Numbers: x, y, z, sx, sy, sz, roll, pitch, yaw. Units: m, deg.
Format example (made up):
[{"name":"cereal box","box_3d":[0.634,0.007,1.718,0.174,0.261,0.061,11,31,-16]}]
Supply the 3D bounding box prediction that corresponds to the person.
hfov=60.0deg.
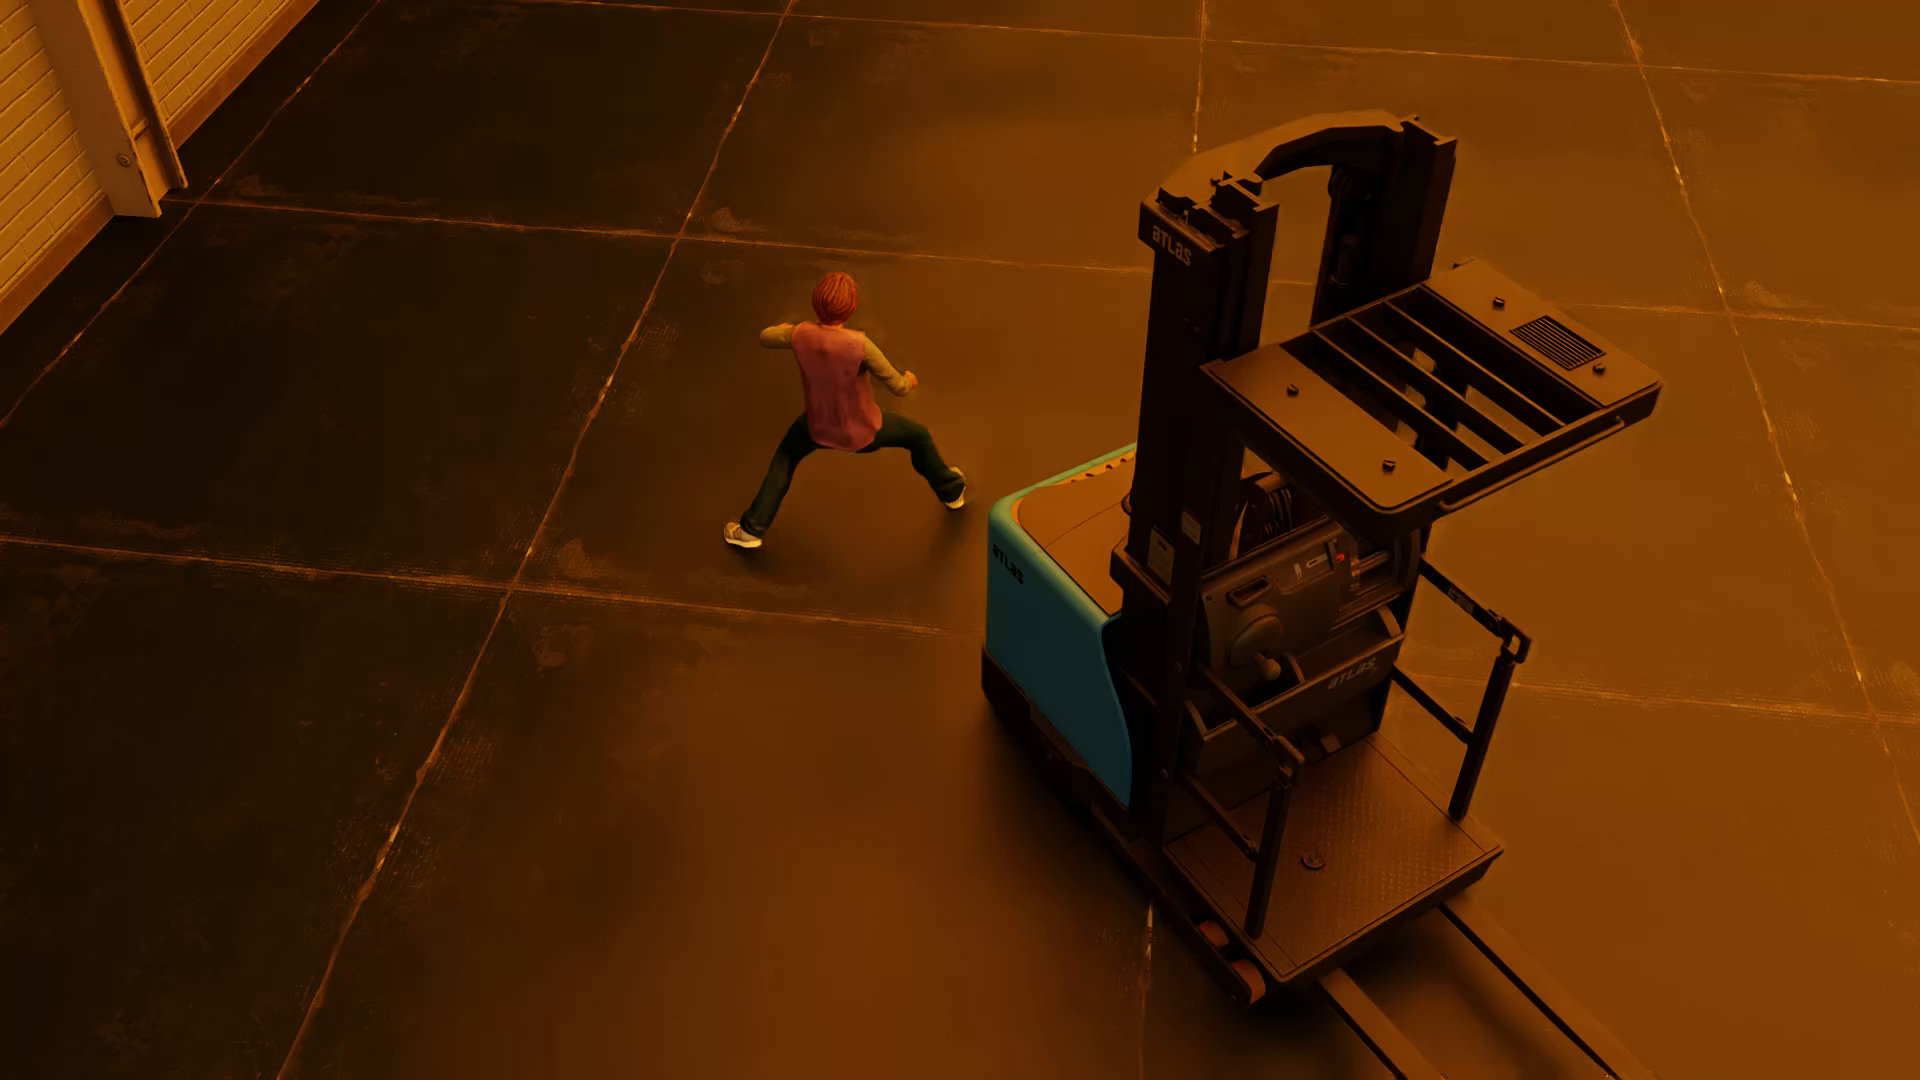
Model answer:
[{"name":"person","box_3d":[-0.538,-0.635,7.558,1.010,1.412,0.892,14,44,15]}]

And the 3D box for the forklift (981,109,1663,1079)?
[{"name":"forklift","box_3d":[1.304,0.239,5.464,1.130,2.935,3.031,-23,47,-23]}]
